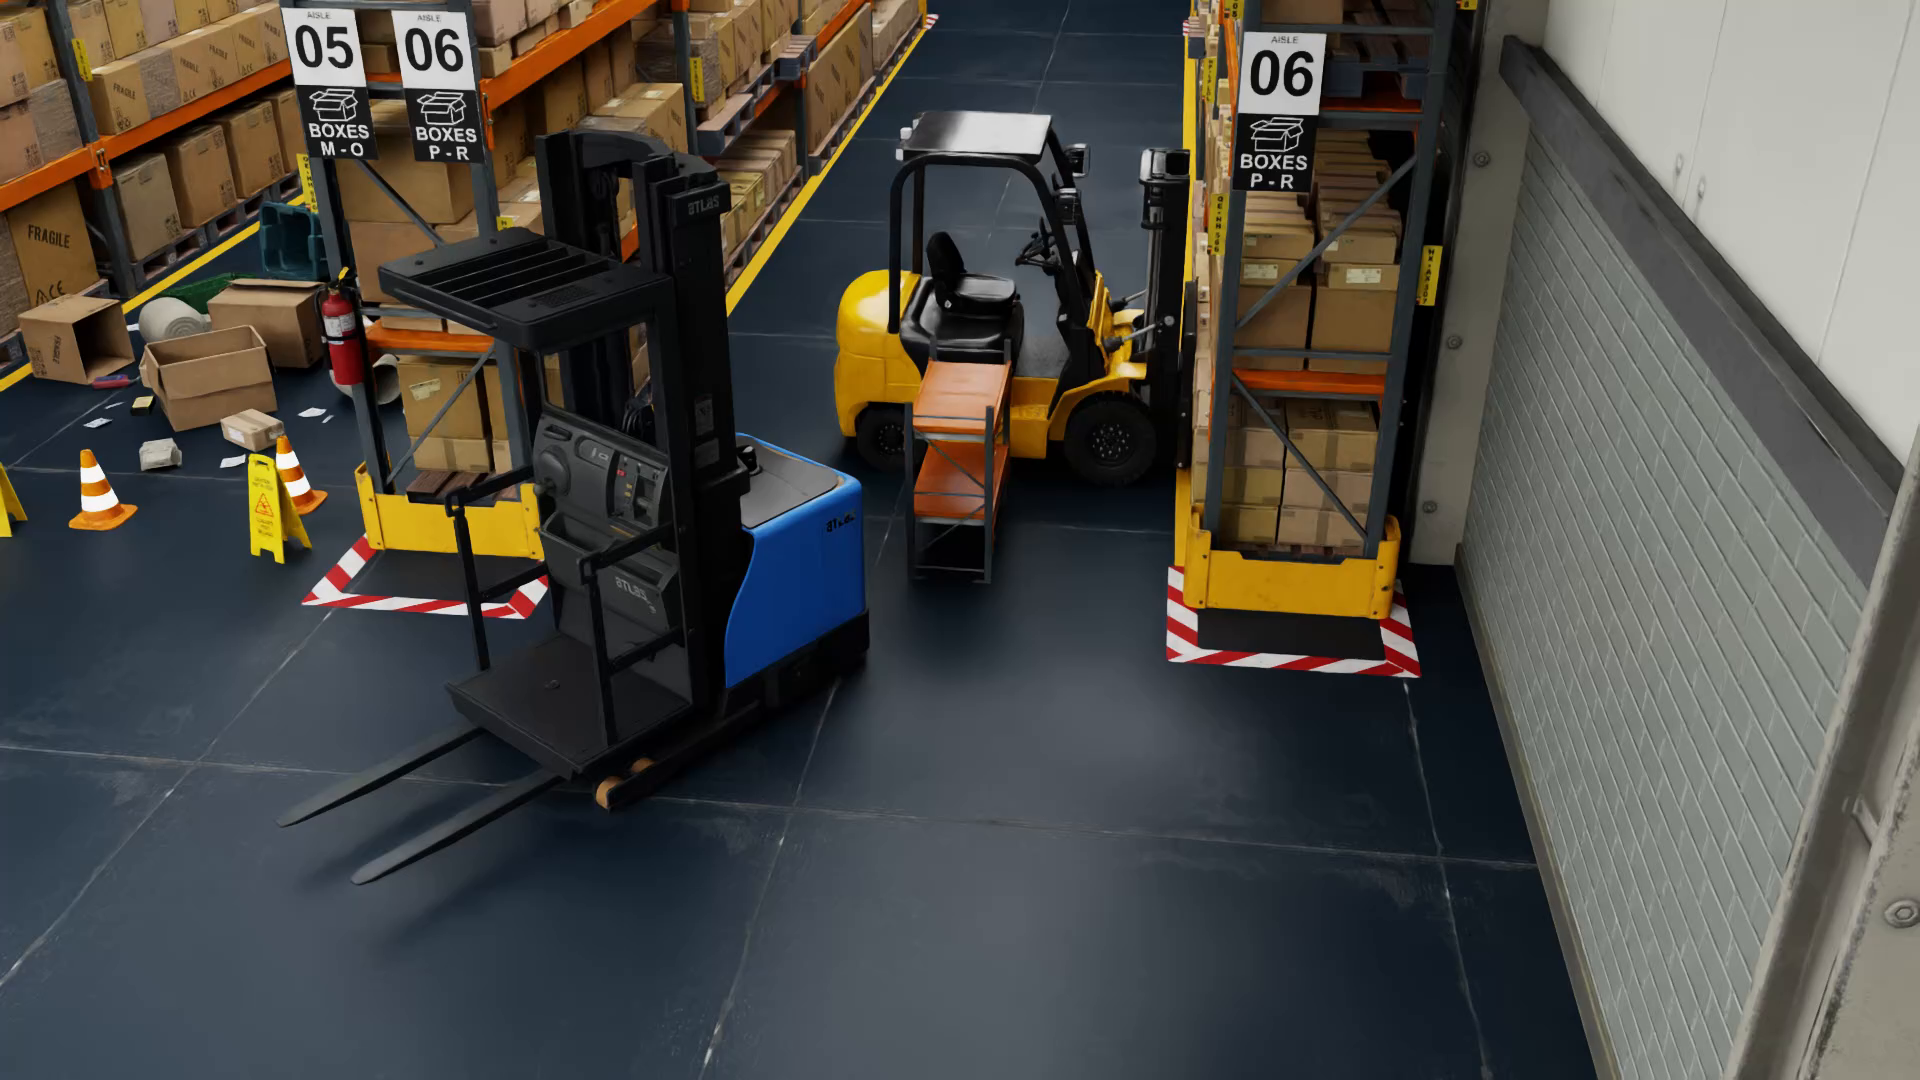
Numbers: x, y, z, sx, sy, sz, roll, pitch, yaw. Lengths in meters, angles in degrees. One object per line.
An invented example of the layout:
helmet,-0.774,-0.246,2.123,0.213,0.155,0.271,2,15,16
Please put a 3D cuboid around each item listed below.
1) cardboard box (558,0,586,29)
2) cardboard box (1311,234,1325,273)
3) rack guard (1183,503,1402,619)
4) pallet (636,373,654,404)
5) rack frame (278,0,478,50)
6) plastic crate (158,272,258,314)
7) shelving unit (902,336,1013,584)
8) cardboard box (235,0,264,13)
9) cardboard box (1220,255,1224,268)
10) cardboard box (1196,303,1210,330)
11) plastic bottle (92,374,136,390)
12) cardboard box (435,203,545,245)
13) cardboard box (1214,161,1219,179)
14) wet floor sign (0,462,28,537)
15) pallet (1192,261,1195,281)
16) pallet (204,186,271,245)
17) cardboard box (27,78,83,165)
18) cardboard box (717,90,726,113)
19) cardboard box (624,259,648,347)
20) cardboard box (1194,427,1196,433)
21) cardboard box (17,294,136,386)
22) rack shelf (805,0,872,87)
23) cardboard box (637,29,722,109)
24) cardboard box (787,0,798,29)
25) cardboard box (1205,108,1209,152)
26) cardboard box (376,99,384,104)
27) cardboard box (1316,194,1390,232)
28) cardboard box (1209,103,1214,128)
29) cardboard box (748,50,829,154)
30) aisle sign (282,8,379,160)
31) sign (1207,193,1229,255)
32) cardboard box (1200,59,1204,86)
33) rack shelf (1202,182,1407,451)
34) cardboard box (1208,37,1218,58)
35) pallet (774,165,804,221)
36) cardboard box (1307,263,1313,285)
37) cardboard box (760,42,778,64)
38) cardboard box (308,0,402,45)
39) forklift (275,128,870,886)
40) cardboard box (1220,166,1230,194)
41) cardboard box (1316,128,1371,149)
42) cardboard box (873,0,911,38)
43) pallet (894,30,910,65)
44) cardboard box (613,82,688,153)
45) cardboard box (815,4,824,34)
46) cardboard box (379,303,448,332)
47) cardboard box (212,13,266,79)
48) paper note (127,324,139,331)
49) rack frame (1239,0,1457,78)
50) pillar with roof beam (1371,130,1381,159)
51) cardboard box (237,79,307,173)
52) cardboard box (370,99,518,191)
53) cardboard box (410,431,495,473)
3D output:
cardboard box,-2.524,-3.236,10.196,0.380,0.149,0.250,4,29,7
cardboard box,2.151,-1.588,9.245,0.380,0.149,0.250,3,28,6
rack guard,1.882,0.118,9.503,1.175,0.500,0.348,3,28,6
pallet,-2.746,-1.041,11.960,1.003,0.211,1.213,3,28,6
rack frame,-3.042,-3.921,8.041,1.000,3.000,0.127,3,28,6
plastic crate,-6.198,-2.033,13.764,0.450,0.188,0.662,9,28,37
shelving unit,0.001,-0.498,9.989,0.538,1.125,1.048,3,28,6
cardboard box,-7.112,-5.321,15.805,0.700,0.500,0.500,3,28,5
cardboard box,1.651,-1.625,9.314,0.380,0.149,0.250,4,29,7
cardboard box,1.810,-1.360,11.014,0.500,0.250,0.500,3,28,5
plastic bottle,-6.285,-1.179,12.374,0.283,0.061,0.133,-6,29,-11
cardboard box,-2.708,-1.662,9.753,0.500,0.500,0.500,3,28,5
cardboard box,1.953,-2.242,11.144,0.500,0.500,0.500,3,28,6
wet floor sign,-6.005,-0.355,10.229,0.267,0.644,0.232,-1,28,-3
pallet,2.427,-1.998,13.736,1.003,0.211,1.213,3,28,6
pallet,-7.310,-3.119,15.817,1.003,0.211,1.213,3,28,6
cardboard box,-7.510,-3.295,13.045,0.875,0.550,0.550,3,28,6
cardboard box,-2.131,-3.596,13.585,0.380,0.149,0.250,4,29,7
cardboard box,-2.480,-1.694,11.897,0.500,0.500,0.500,5,29,9
cardboard box,1.707,-0.671,10.261,0.500,0.250,0.500,3,28,6
cardboard box,-6.648,-1.513,12.529,0.500,0.500,0.500,8,29,15
rack shelf,-1.816,-5.671,18.372,1.077,0.370,4.000,3,28,6
cardboard box,-2.210,-3.727,13.143,0.500,0.500,0.500,4,29,7
cardboard box,-1.841,-5.176,15.832,0.500,0.500,0.500,3,28,5
cardboard box,2.233,-3.300,13.370,0.500,0.250,0.500,3,28,6
cardboard box,-6.589,-4.925,18.423,0.500,0.500,0.500,4,29,7
cardboard box,2.222,-1.846,9.411,0.380,0.149,0.250,4,29,7
cardboard box,2.182,-3.276,12.800,0.500,0.250,0.500,3,28,5
cardboard box,-1.894,-4.616,17.452,0.875,0.875,0.875,3,28,6
aisle sign,-3.337,-2.412,8.824,0.394,0.787,0.004,3,28,6
sign,1.348,-1.646,8.671,0.100,0.325,0.005,3,28,6
cardboard box,3.017,-5.261,19.045,0.500,0.500,0.500,3,28,6
rack shelf,2.130,-1.618,10.850,1.077,0.370,4.000,3,28,6
cardboard box,2.279,-4.112,13.931,0.380,0.149,0.250,3,28,5
pallet,-2.159,-3.451,16.432,1.003,0.211,1.213,3,28,6
cardboard box,2.263,-1.501,9.768,0.500,0.500,0.500,4,29,8
cardboard box,-1.874,-4.452,15.174,0.380,0.149,0.250,4,29,7
cardboard box,-3.246,-2.922,9.193,0.500,0.250,0.500,3,28,6
forklift,-1.830,-0.276,7.672,1.130,2.935,3.031,22,35,35
cardboard box,1.750,-2.119,9.918,0.380,0.149,0.250,4,29,7
cardboard box,2.447,-2.568,10.751,0.380,0.149,0.250,3,28,6
cardboard box,-1.167,-7.121,22.563,0.875,0.438,0.875,4,29,8
pallet,-1.254,-6.630,22.335,1.003,0.211,1.213,3,28,6
cardboard box,-2.359,-3.114,12.449,0.500,0.500,0.500,3,28,5
cardboard box,-1.706,-5.438,17.340,0.500,0.250,0.500,3,28,5
cardboard box,-3.208,-1.358,9.873,0.380,0.149,0.250,4,29,8
cardboard box,-6.899,-4.632,15.580,0.500,0.500,0.500,3,28,5
paper note,-6.660,-1.727,13.423,0.147,0.020,0.142,-17,33,-29
rack frame,1.885,-3.635,7.509,1.000,3.000,0.127,3,28,6
pillar with roof beam,-0.672,-6.984,13.727,9.100,9.000,0.400,3,28,6
cardboard box,-7.150,-4.199,16.811,1.050,0.750,0.750,3,28,6
cardboard box,-3.126,-2.386,10.043,0.700,0.500,0.500,4,29,7
cardboard box,-3.207,-0.662,10.772,0.500,0.250,0.500,3,28,6
